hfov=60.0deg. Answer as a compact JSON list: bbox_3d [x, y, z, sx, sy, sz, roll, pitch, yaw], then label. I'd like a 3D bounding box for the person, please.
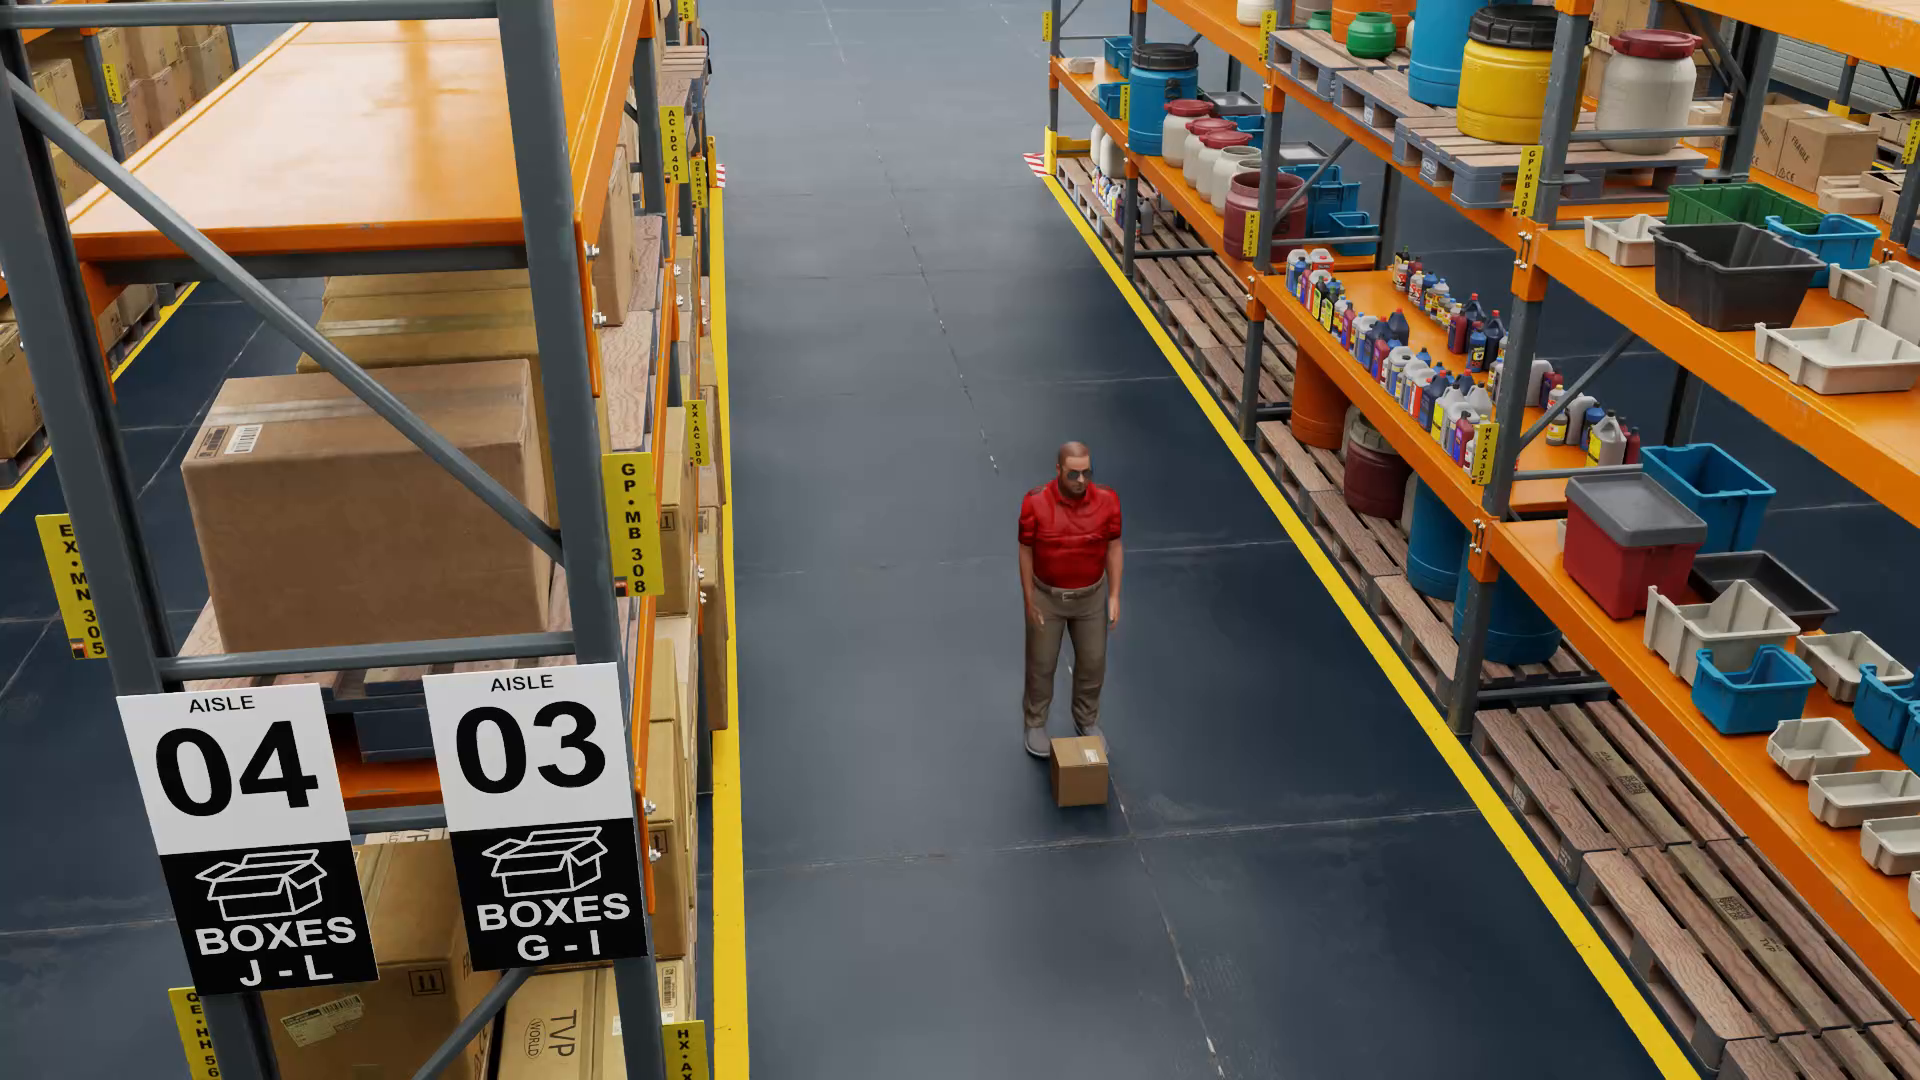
[{"bbox_3d":[0.564,0.312,8.528,0.530,1.744,0.361,-3,27,-6],"label":"person"}]
